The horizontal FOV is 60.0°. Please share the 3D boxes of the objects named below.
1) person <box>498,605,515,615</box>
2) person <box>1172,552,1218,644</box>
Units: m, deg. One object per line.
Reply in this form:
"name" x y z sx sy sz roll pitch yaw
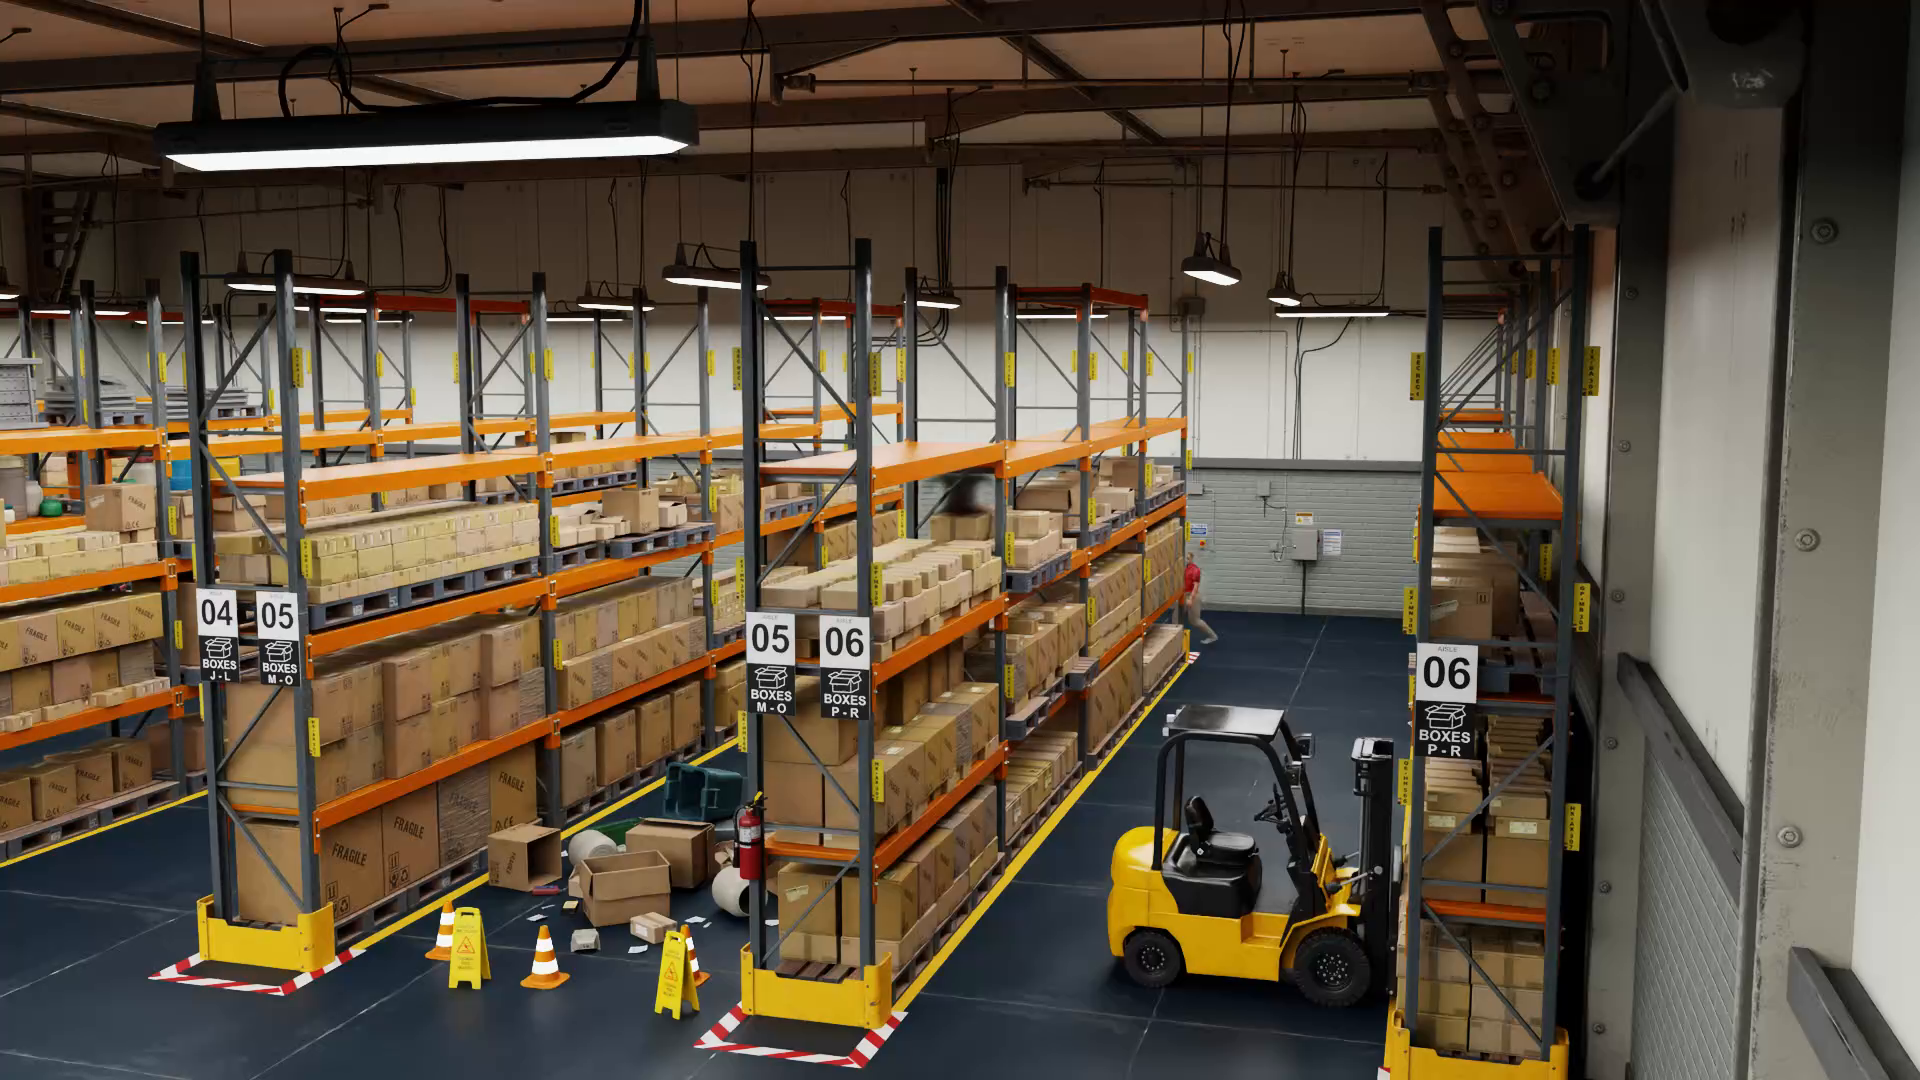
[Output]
"person" -6.281 1.746 23.169 0.652 1.736 0.805 2 7 19
"person" 4.066 1.039 29.499 0.961 1.676 0.597 -1 6 -5
